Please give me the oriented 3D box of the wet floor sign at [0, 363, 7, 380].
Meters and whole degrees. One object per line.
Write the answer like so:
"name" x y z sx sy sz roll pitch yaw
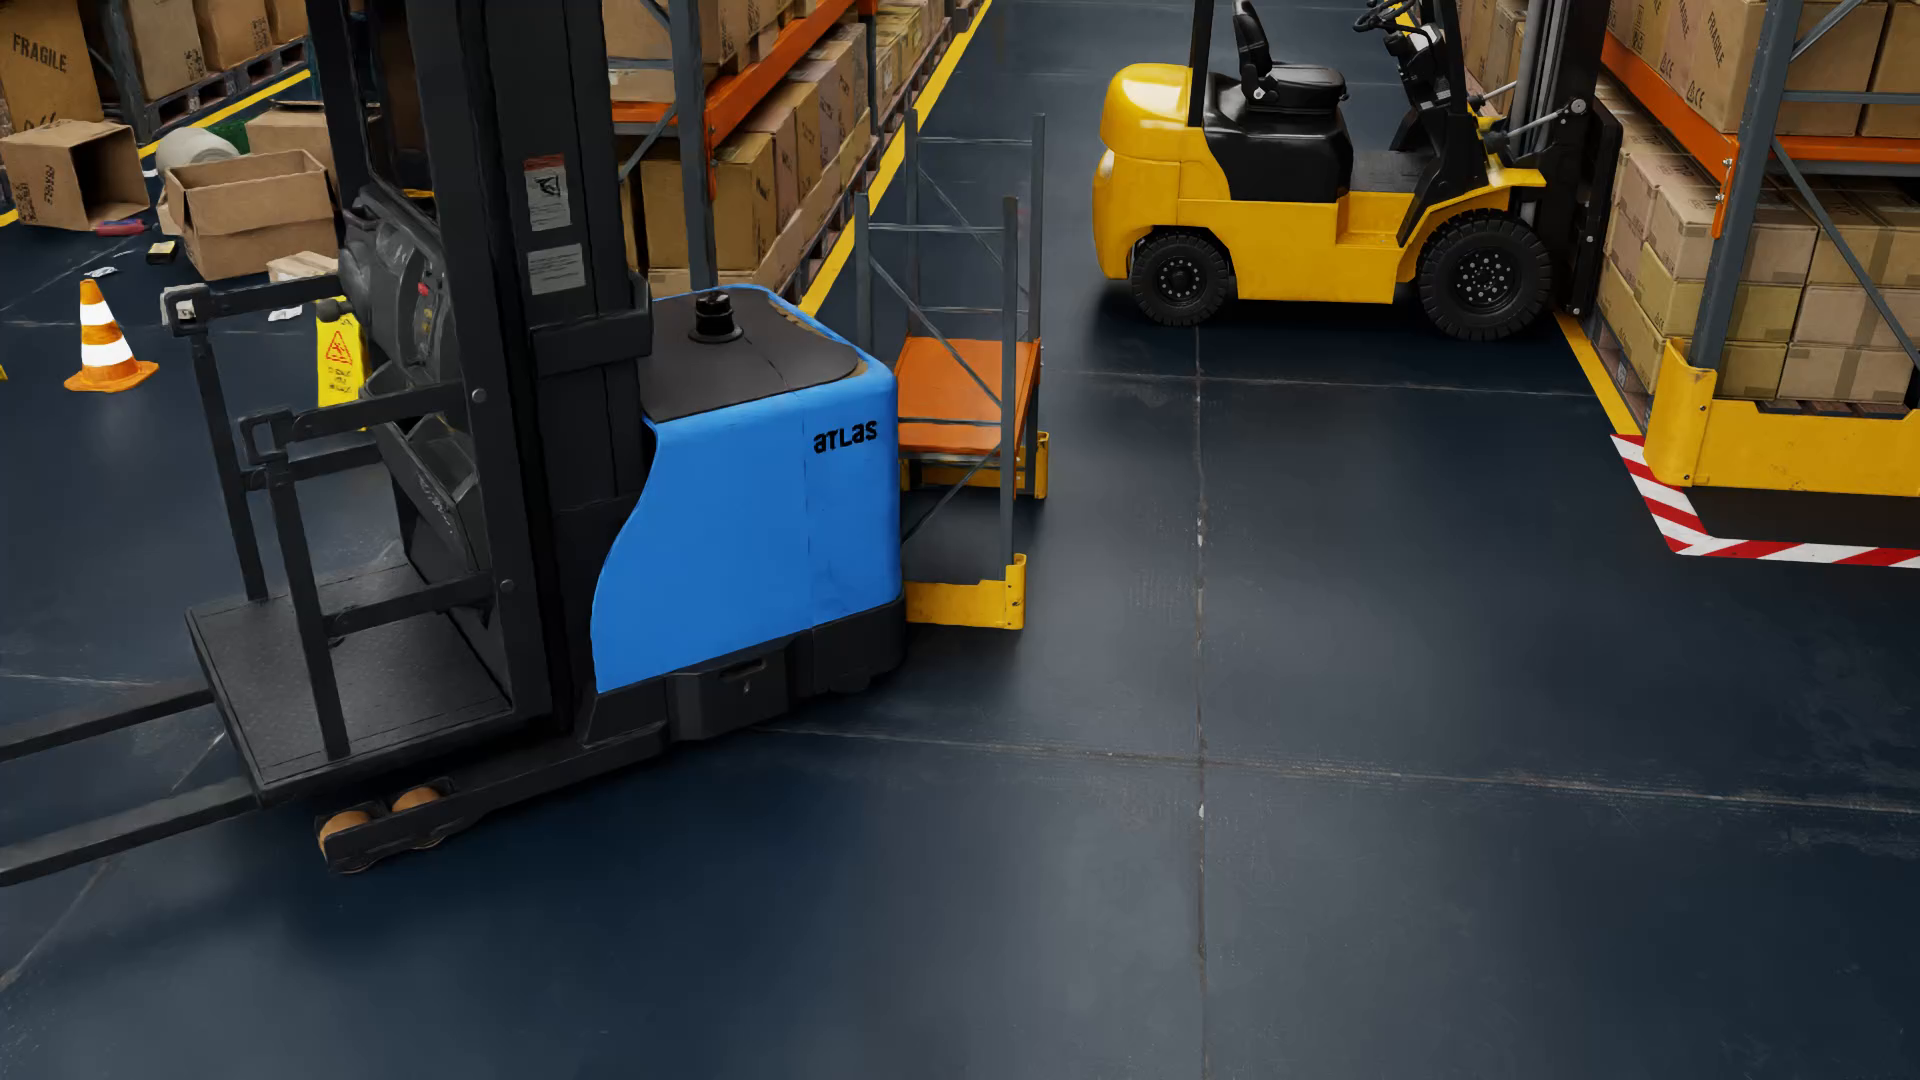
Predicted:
"wet floor sign" -4.486 -0.961 7.354 0.267 0.644 0.232 -1 28 -3

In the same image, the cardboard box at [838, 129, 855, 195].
"cardboard box" -0.893 -2.198 9.624 0.500 0.250 0.500 3 28 5

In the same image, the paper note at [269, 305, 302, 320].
"paper note" -3.382 -1.140 8.334 0.148 0.019 0.142 -6 29 -11

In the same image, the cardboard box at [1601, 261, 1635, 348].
"cardboard box" 3.219 -1.047 7.487 0.500 0.250 0.500 3 28 6

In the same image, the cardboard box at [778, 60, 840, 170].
"cardboard box" -0.960 -2.300 9.022 0.500 0.500 0.500 5 29 9

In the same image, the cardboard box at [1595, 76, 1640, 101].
"cardboard box" 3.402 -2.213 8.596 0.500 0.250 0.500 4 29 8

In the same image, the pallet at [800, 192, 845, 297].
"pallet" -1.226 -1.647 9.085 1.003 0.211 1.213 3 28 6

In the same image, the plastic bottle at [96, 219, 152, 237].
"plastic bottle" -4.765 -1.785 9.500 0.283 0.061 0.133 -6 29 -11

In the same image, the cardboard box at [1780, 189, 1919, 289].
"cardboard box" 3.651 -1.229 6.771 0.500 0.250 0.500 3 28 5

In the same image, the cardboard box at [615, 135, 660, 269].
"cardboard box" -1.683 -1.583 7.692 0.500 0.500 0.500 4 29 7

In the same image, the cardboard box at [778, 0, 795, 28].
"cardboard box" -1.036 -2.654 8.279 0.380 0.149 0.250 3 28 5

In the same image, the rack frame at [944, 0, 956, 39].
"rack frame" -0.542 -5.652 13.579 1.000 3.000 0.127 3 28 6

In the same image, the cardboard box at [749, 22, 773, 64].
"cardboard box" -1.069 -2.280 7.585 0.380 0.149 0.250 4 29 7

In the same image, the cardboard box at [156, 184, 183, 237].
"cardboard box" -4.340 -1.889 9.477 0.396 0.266 0.258 8 29 15

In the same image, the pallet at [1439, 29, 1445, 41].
"pallet" 4.245 -3.752 12.993 1.003 0.211 1.213 3 28 6

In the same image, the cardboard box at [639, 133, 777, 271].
"cardboard box" -1.147 -1.566 7.659 0.500 0.500 0.500 2 28 4

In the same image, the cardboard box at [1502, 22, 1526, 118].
"cardboard box" 3.948 -2.868 10.472 0.875 0.625 0.625 5 29 8

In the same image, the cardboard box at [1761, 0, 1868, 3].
"cardboard box" 3.169 -2.109 6.212 0.380 0.149 0.250 4 29 7

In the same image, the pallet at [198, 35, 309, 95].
"pallet" -5.790 -3.725 12.942 1.003 0.211 1.213 3 28 6

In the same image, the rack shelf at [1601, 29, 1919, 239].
"rack shelf" 3.650 -2.224 7.975 1.077 0.370 4.000 3 28 6

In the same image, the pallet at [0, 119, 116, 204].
"pallet" -6.128 -2.428 10.535 1.003 0.211 1.213 3 28 6

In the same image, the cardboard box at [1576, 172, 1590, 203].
"cardboard box" 3.333 -1.756 8.277 0.500 0.250 0.500 3 28 6

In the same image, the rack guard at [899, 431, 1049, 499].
"rack guard" 0.052 -0.309 6.559 0.587 0.250 0.087 3 29 6

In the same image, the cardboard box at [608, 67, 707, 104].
"cardboard box" -1.275 -1.924 6.923 0.380 0.149 0.250 3 29 6

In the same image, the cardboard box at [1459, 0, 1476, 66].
"cardboard box" 4.223 -3.904 12.395 0.875 0.625 0.625 4 29 8

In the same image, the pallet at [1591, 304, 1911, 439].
"pallet" 3.457 -0.734 7.391 1.003 0.211 1.213 3 28 6

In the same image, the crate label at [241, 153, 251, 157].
"crate label" -4.449 -2.341 10.451 0.298 0.136 0.250 -17 33 -29

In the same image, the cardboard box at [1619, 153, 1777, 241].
"cardboard box" 3.208 -1.490 7.255 0.500 0.250 0.500 4 29 7

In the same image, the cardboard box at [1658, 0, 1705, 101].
"cardboard box" 3.277 -2.134 6.943 0.500 0.500 0.500 4 29 8

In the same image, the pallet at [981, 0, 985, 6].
"pallet" -0.219 -5.364 15.984 1.003 0.211 1.213 3 28 6

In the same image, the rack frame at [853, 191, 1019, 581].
"rack frame" -0.072 -0.381 5.376 0.500 1.500 0.032 3 29 6

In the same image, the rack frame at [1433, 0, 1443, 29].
"rack frame" 4.385 -5.365 13.046 1.000 3.000 0.127 3 28 6

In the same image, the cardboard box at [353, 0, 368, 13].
"cardboard box" -5.631 -4.805 13.936 1.050 0.750 0.750 3 28 6

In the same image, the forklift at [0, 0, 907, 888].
"forklift" -1.692 -0.665 4.394 3.031 2.935 1.130 -17 32 -28

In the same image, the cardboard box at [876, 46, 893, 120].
"cardboard box" -0.970 -3.044 11.066 0.950 0.372 0.625 4 29 7

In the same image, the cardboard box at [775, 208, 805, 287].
"cardboard box" -1.079 -1.464 8.261 0.500 0.250 0.500 4 29 8

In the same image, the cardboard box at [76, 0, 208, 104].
"cardboard box" -5.970 -3.501 11.515 1.050 0.750 0.750 3 28 6

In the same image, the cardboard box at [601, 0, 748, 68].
"cardboard box" -1.189 -2.268 6.878 0.500 0.500 0.500 3 28 5

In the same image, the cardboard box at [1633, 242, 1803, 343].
"cardboard box" 3.154 -1.041 6.950 0.500 0.250 0.500 3 28 6

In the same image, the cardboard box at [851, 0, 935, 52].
"cardboard box" -0.703 -4.067 12.964 0.950 0.372 0.625 3 28 5

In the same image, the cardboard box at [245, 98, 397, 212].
"cardboard box" -3.713 -2.262 9.774 0.797 0.637 0.503 3 28 6

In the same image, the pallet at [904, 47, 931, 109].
"pallet" -0.791 -3.484 12.494 1.003 0.211 1.213 3 28 6

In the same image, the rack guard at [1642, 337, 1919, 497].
"rack guard" 3.402 -0.488 6.628 1.175 0.500 0.348 3 28 6

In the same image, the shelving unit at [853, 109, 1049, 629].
"shelving unit" -0.009 -0.624 5.828 0.587 1.500 1.083 3 29 6
